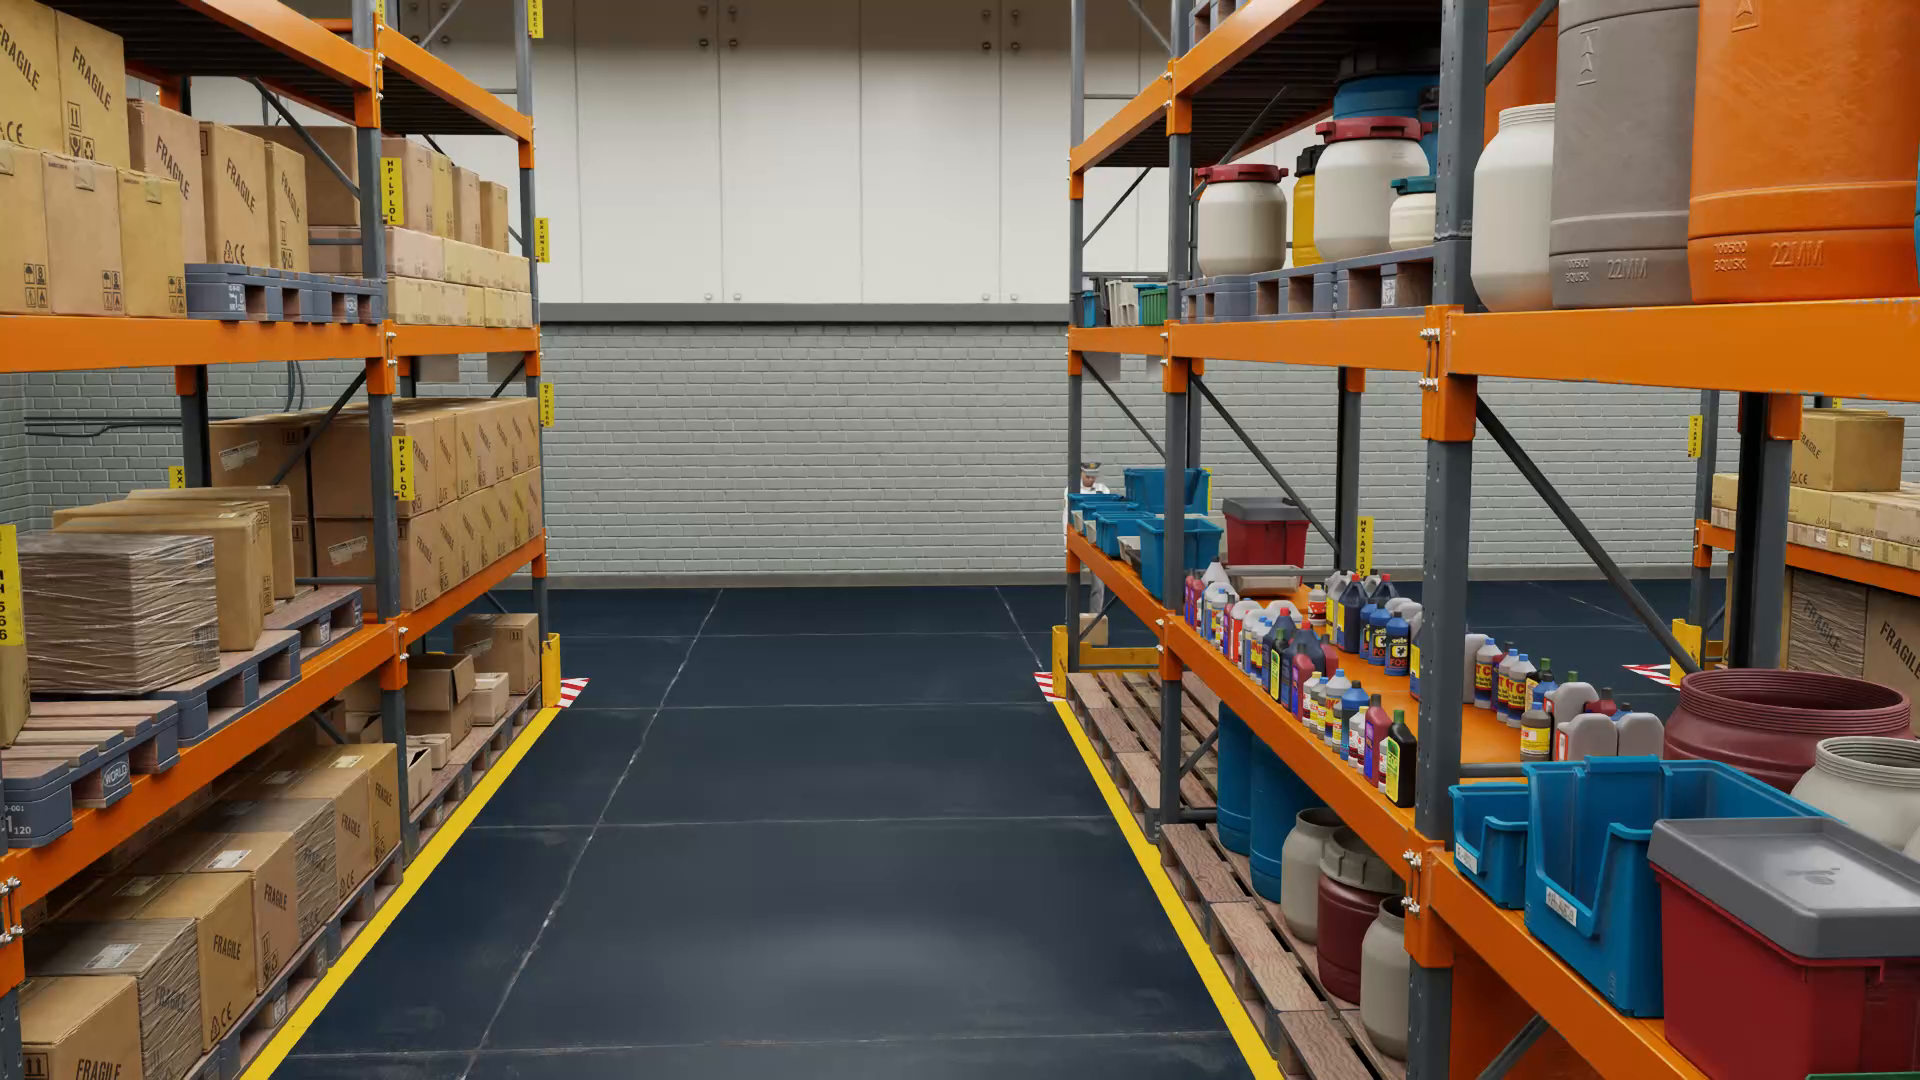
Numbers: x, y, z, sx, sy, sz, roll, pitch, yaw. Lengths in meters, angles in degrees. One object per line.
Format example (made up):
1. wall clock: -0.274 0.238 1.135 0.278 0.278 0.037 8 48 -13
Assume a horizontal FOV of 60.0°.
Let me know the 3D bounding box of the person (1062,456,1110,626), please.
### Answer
1. person: 1.185 0.053 15.372 0.477 1.659 0.338 0 7 -3
